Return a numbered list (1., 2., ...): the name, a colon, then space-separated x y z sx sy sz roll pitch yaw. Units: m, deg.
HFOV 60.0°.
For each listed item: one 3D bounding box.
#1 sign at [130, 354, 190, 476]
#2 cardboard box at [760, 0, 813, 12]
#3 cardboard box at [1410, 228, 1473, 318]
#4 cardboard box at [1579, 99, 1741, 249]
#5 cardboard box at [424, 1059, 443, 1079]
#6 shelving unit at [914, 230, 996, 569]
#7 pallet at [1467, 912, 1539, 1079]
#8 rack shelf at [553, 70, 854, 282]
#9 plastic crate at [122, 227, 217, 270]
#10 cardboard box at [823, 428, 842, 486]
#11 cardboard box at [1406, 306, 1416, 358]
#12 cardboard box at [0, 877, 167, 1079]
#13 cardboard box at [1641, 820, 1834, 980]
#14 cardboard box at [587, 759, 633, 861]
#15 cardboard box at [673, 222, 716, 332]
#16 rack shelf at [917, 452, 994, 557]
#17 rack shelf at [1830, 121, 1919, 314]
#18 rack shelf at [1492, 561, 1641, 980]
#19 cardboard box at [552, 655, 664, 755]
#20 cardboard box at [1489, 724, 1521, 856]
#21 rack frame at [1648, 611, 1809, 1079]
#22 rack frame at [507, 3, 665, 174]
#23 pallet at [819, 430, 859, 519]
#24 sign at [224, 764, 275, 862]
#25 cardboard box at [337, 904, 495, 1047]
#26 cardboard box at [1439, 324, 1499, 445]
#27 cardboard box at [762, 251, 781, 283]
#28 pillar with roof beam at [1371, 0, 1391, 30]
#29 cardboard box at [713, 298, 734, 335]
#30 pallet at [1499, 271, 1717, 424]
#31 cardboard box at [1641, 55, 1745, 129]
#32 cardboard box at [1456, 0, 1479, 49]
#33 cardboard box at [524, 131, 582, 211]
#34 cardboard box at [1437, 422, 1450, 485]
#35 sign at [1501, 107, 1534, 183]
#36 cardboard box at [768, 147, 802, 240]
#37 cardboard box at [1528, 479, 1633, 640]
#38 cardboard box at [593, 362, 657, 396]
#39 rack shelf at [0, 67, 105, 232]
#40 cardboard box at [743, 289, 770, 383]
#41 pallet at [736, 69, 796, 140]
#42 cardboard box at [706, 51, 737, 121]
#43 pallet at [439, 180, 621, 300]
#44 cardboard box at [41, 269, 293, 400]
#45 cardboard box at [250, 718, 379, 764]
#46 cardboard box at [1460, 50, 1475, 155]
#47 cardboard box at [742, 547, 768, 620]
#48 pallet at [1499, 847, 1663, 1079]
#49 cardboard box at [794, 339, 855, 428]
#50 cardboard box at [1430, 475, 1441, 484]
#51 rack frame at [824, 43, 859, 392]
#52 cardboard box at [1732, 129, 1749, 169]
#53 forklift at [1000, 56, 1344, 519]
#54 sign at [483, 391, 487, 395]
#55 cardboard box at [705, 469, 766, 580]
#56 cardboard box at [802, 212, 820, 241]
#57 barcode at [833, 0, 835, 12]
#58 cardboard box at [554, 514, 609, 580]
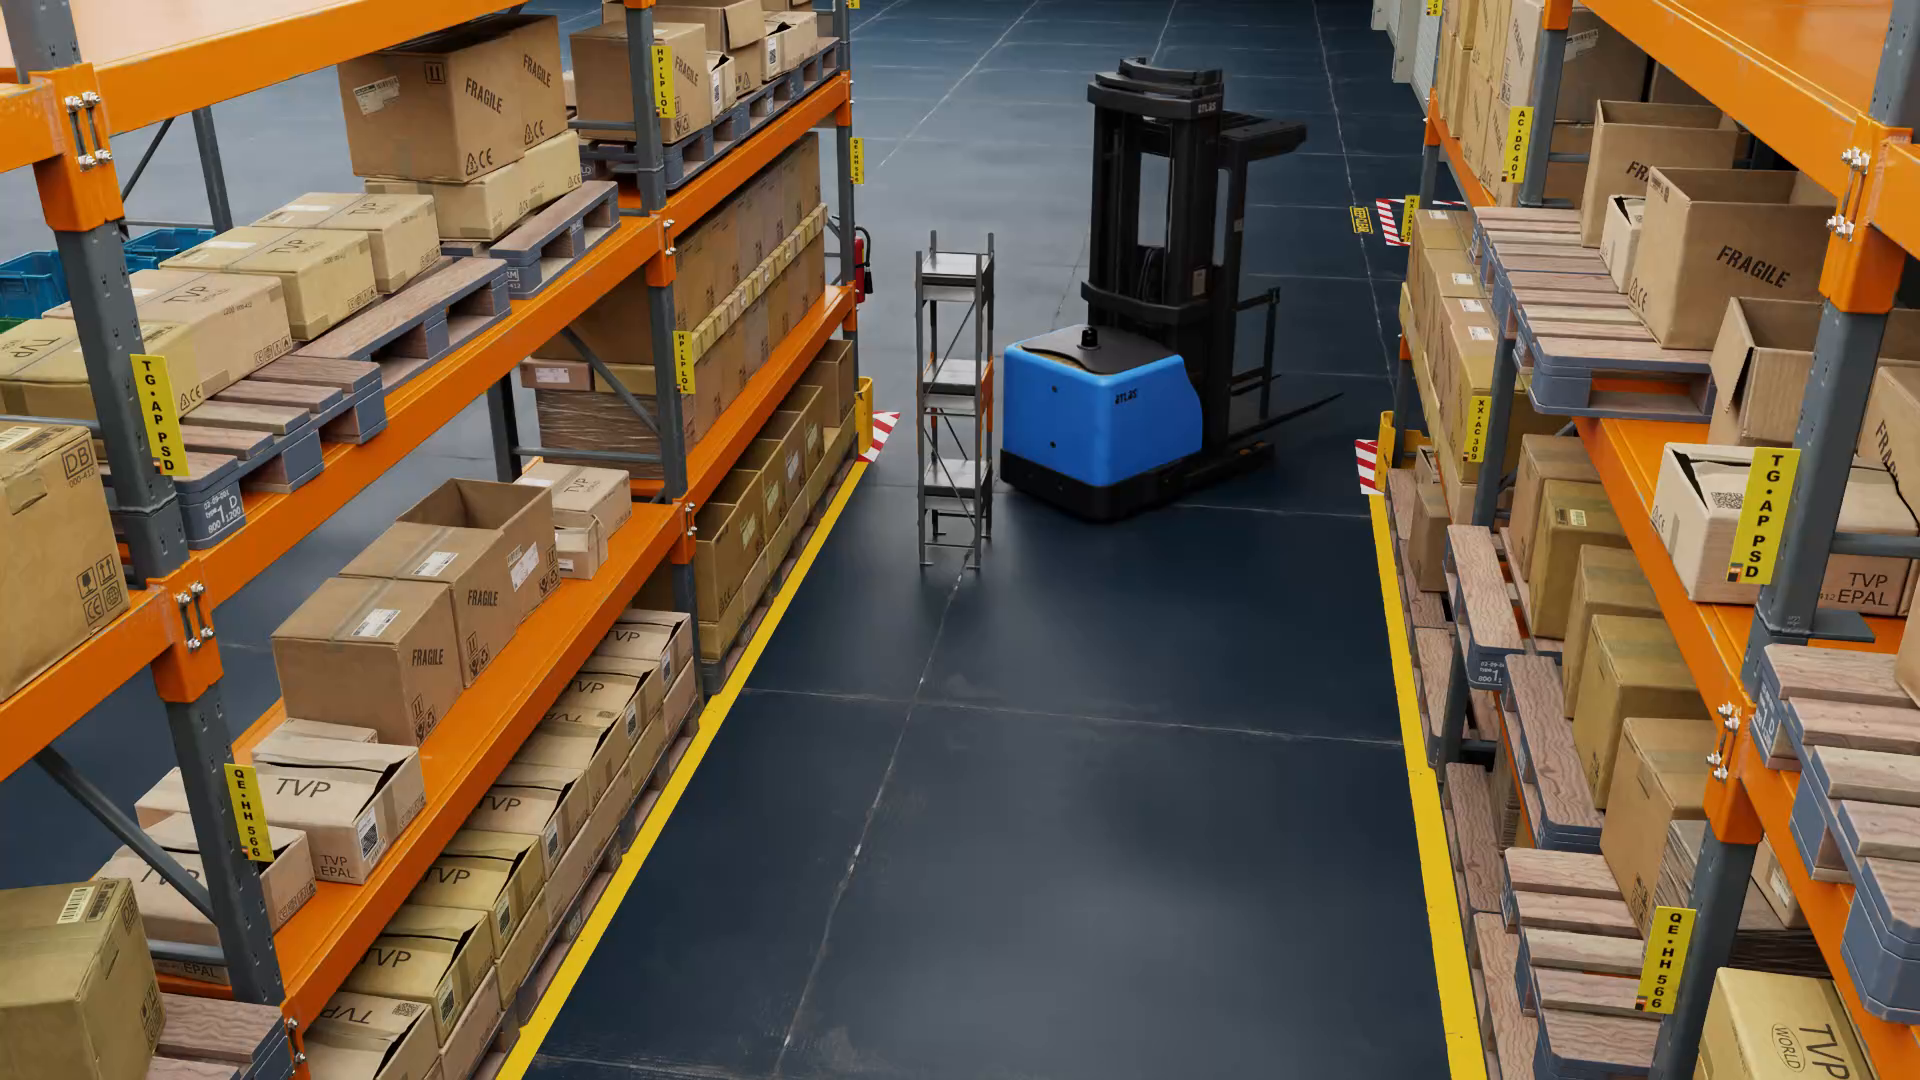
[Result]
1. sign: -2.041 -0.316 4.238 0.100 0.325 0.005 4 25 9
2. cardboard box: -1.367 -3.526 10.924 0.797 0.503 0.637 6 26 12
3. cardboard box: 3.154 -1.662 10.530 0.500 0.500 0.500 4 25 9
4. cardboard box: 2.797 -1.464 6.687 0.500 0.500 0.500 8 26 16
5. cardboard box: -2.201 2.095 5.984 0.500 0.250 0.500 4 25 8
6. shelving unit: -0.027 -0.882 10.657 0.431 2.100 0.503 4 25 9
7. pallet: 2.642 2.008 6.712 1.003 0.211 1.213 4 25 9
8. rack shelf: -1.596 -2.304 9.943 1.077 0.370 4.000 4 25 9
9. plastic crate: -5.942 -2.155 12.490 0.499 0.251 0.616 4 25 9
10. cardboard box: -1.135 -0.597 11.736 0.500 0.250 0.500 4 25 9
11. cardboard box: 3.155 -1.307 10.656 0.500 0.250 0.500 3 25 7
12. cardboard box: -2.568 1.274 4.376 0.700 0.500 0.500 -4 25 -9
13. cardboard box: 2.378 1.138 4.643 0.700 0.500 0.500 1 25 2
14. cardboard box: -1.872 1.240 7.811 0.500 0.250 0.500 5 25 10
15. cardboard box: -1.775 -1.465 9.193 0.700 0.500 0.500 4 25 8
16. rack shelf: -0.027 -0.235 10.960 0.431 0.518 0.480 4 25 9
17. rack shelf: 1.985 0.207 1.514 1.077 0.370 4.000 4 25 9
18. rack shelf: 2.638 1.070 6.275 1.077 0.370 4.000 4 25 9
19. cardboard box: -1.785 0.774 8.145 0.500 0.311 0.500 5 25 10
20. cardboard box: 2.861 1.149 7.686 0.700 0.500 0.500 5 26 10
21. rack frame: 2.311 1.580 4.336 1.000 3.000 0.127 4 25 9
22. rack frame: -1.923 -3.151 7.368 1.000 3.000 0.127 4 25 9
23. pallet: -1.352 -0.522 12.115 1.003 0.211 1.213 4 25 9
24. sign: -2.039 0.784 4.765 0.100 0.325 0.005 4 25 9
25. cardboard box: -2.123 1.621 6.336 0.500 0.311 0.500 3 25 7
26. cardboard box: 2.813 -0.802 8.693 0.500 0.500 0.500 4 25 8
27. cardboard box: -1.353 -1.732 10.528 0.380 0.149 0.250 5 25 10
28. pillar with roof beam: 4.033 -14.466 31.540 9.100 9.000 0.400 4 25 9
29. cardboard box: -1.522 -1.300 9.605 0.380 0.149 0.250 3 25 7
30. pallet: 2.593 -0.681 5.851 1.213 0.211 1.003 4 25 9
31. cardboard box: 3.327 -2.144 7.432 0.500 0.500 0.500 5 25 10
32. cardboard box: 3.112 -3.066 9.402 0.500 0.500 0.500 5 25 10
33. cardboard box: -2.033 -1.658 7.397 0.500 0.250 0.500 7 26 14
34. cardboard box: 2.833 -0.461 8.849 0.500 0.250 0.500 4 25 9
35. sign: 2.429 -1.720 7.238 0.100 0.325 0.005 4 25 9
36. cardboard box: -1.447 -2.303 10.984 0.700 0.500 0.500 3 25 7
37. cardboard box: 2.750 0.106 6.847 0.700 0.500 0.500 7 26 14
38. cardboard box: -1.688 -0.872 8.692 0.380 0.149 0.250 4 25 8
39. rack shelf: -2.903 -0.135 2.244 1.077 0.370 4.000 4 25 9
40. cardboard box: -1.608 -1.311 10.394 0.700 0.500 0.500 5 26 10
41. pallet: -1.607 -2.620 9.875 1.003 0.211 1.213 4 25 9
42. cardboard box: -1.492 -2.424 8.797 0.500 0.311 0.500 3 25 6
43. pallet: -2.054 -1.336 7.254 0.805 0.209 1.217 3 25 6
44. cardboard box: -2.490 -0.656 5.257 0.500 0.250 0.500 5 25 10
45. cardboard box: -2.423 0.815 6.267 0.380 0.149 0.250 6 26 12
46. cardboard box: 3.047 -2.391 9.140 0.500 0.500 0.500 6 26 12
47. cardboard box: -1.461 0.239 9.949 0.500 0.250 0.500 4 25 9
48. pallet: 2.323 1.362 5.029 1.213 0.211 1.003 4 25 9
49. cardboard box: -1.063 -1.147 12.025 0.500 0.500 0.500 4 25 9
50. cardboard box: 3.324 -0.226 10.846 0.500 0.311 0.500 6 26 13
51. rack frame: -1.269 -2.107 12.214 1.000 3.000 0.127 4 25 9
52. cardboard box: 3.294 -1.693 7.649 0.500 0.500 0.500 5 26 10
53. forklift: 1.720 -1.982 12.027 3.031 2.935 1.130 -21 32 -38
54. sign: -2.470 -0.900 8.520 0.100 0.325 0.005 4 25 9
55. cardboard box: -1.464 -0.101 9.791 0.500 0.500 0.500 4 25 9
56. cardboard box: -1.185 -2.164 11.451 0.380 0.149 0.250 5 25 10
57. barcode: -0.842 -3.569 11.114 0.001 0.075 0.075 4 25 9
58. cardboard box: -1.885 0.007 7.855 0.396 0.266 0.258 3 25 7
